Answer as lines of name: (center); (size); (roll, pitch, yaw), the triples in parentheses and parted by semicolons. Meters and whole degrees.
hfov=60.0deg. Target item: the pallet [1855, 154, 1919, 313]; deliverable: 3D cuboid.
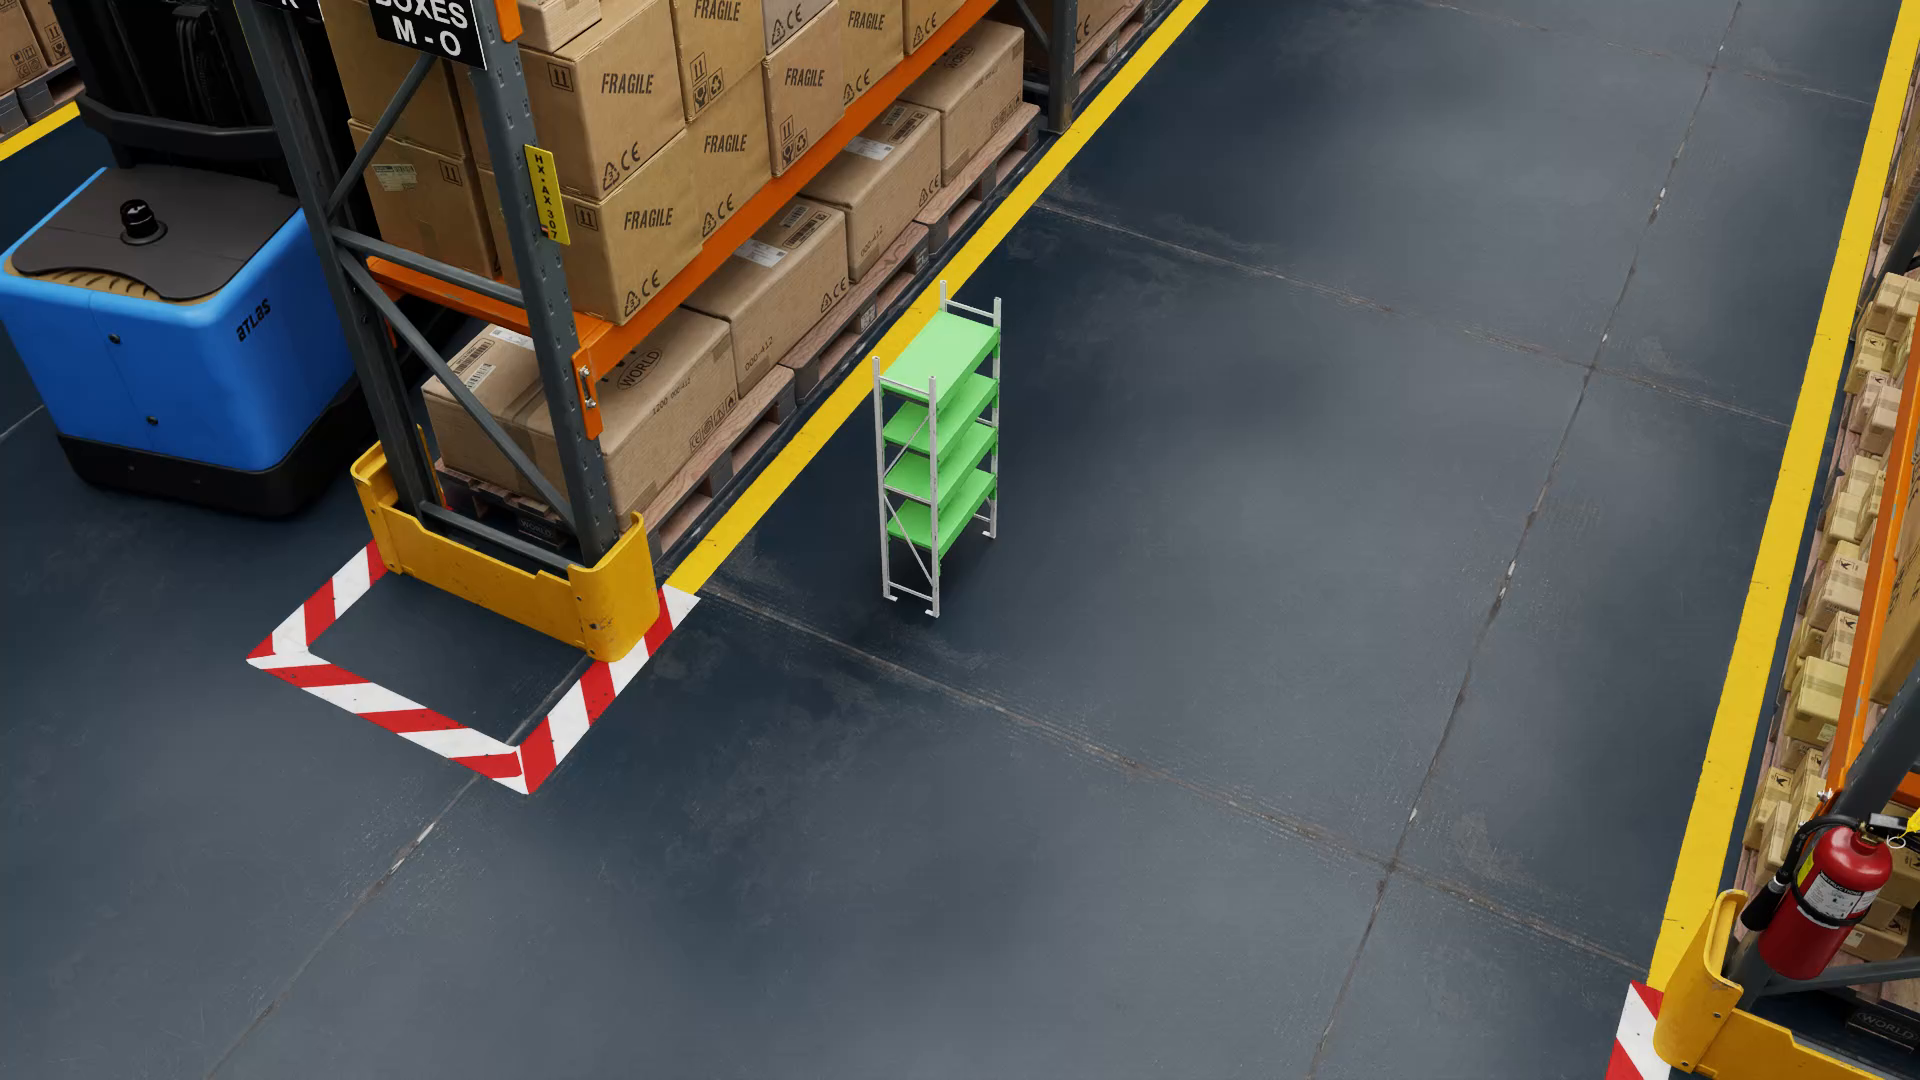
pallet: (4.920, -1.349, 7.935); (1.003, 0.211, 1.213); (20, 49, 19)

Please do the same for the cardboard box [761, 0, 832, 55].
cardboard box: (-0.788, -2.139, 5.982); (0.500, 0.500, 0.500); (20, 49, 19)

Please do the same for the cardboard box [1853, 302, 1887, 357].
cardboard box: (4.106, -0.861, 7.201); (0.380, 0.149, 0.250); (18, 48, 17)

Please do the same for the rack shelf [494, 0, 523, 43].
rack shelf: (-0.800, -2.951, 5.954); (1.077, 0.370, 4.000); (20, 49, 19)

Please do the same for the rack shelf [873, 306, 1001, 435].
rack shelf: (-0.077, -0.610, 5.924); (0.258, 0.148, 0.480); (20, 49, 19)

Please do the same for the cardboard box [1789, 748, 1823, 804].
cardboard box: (2.864, 0.858, 5.293); (0.380, 0.149, 0.250); (19, 48, 18)

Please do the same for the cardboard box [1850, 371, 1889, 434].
cardboard box: (3.913, -0.519, 6.863); (0.380, 0.149, 0.250); (20, 49, 19)

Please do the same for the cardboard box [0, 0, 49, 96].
cardboard box: (-5.328, -2.674, 8.746); (0.700, 0.500, 0.500); (22, 49, 21)

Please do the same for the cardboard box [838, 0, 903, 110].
cardboard box: (-0.571, -2.095, 6.642); (0.500, 0.500, 0.500); (22, 49, 20)

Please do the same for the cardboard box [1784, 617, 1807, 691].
cardboard box: (3.157, 0.461, 5.895); (0.380, 0.149, 0.250); (18, 48, 17)

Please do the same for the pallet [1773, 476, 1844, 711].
pallet: (3.714, 0.348, 6.258); (1.003, 0.211, 1.213); (20, 49, 19)

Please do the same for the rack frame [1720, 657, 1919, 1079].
rack frame: (2.703, 0.681, 3.968); (1.000, 3.000, 0.127); (20, 49, 19)

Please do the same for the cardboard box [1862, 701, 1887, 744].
cardboard box: (2.604, 0.471, 4.352); (0.380, 0.149, 0.250); (21, 49, 19)

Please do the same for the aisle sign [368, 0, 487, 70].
aisle sign: (-1.505, -1.662, 4.456); (0.394, 0.787, 0.004); (20, 49, 19)

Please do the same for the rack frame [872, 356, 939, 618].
rack frame: (-0.190, -0.164, 6.068); (0.240, 1.200, 0.015); (20, 49, 19)

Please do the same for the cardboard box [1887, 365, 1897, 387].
cardboard box: (3.989, -0.611, 6.745); (0.380, 0.149, 0.250); (20, 49, 19)

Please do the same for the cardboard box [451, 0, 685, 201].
cardboard box: (-1.253, -1.484, 5.335); (0.500, 0.500, 0.500); (19, 48, 18)

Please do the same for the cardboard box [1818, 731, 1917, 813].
cardboard box: (2.892, 0.770, 5.171); (0.380, 0.149, 0.250); (21, 49, 20)

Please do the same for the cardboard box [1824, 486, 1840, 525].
cardboard box: (3.540, -0.030, 6.380); (0.380, 0.149, 0.250); (19, 48, 18)

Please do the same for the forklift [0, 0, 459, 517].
forklift: (-2.829, -2.193, 6.856); (1.130, 2.935, 3.031); (11, 46, 10)

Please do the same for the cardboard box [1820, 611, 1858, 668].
cardboard box: (3.076, 0.423, 5.514); (0.380, 0.149, 0.250); (19, 48, 18)

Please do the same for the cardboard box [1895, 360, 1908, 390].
cardboard box: (3.861, -0.543, 6.469); (0.380, 0.149, 0.250); (19, 48, 18)

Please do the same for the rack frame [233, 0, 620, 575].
rack frame: (-1.729, -0.889, 5.520); (1.000, 3.000, 0.127); (20, 49, 19)

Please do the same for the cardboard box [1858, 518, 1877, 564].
cardboard box: (3.372, 0.106, 5.827); (0.380, 0.149, 0.250); (19, 48, 18)

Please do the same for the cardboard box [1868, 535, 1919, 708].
cardboard box: (2.683, 0.174, 4.190); (0.500, 0.500, 0.500); (21, 49, 20)

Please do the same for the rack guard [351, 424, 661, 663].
rack guard: (-1.740, 0.005, 6.394); (1.175, 0.500, 0.348); (20, 49, 19)

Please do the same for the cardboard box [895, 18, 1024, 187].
cardboard box: (-0.258, -2.296, 8.416); (0.875, 0.438, 0.875); (20, 49, 19)

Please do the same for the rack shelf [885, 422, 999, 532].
rack shelf: (-0.077, -0.273, 6.266); (0.258, 0.148, 0.480); (20, 49, 19)

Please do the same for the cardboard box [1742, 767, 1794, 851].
cardboard box: (2.792, 0.940, 5.421); (0.380, 0.149, 0.250); (22, 49, 20)

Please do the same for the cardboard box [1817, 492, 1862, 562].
cardboard box: (3.402, 0.008, 6.133); (0.380, 0.149, 0.250); (21, 49, 19)

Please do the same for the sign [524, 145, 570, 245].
sign: (-1.240, -1.034, 4.999); (0.100, 0.325, 0.005); (20, 49, 19)

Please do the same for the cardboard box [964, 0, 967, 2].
cardboard box: (-0.095, -2.742, 7.280); (0.500, 0.500, 0.500); (19, 48, 18)

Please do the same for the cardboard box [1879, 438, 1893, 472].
cardboard box: (3.617, -0.211, 6.140); (0.380, 0.149, 0.250); (19, 48, 17)

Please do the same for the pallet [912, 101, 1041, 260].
pallet: (-0.294, -1.976, 8.554); (1.003, 0.211, 1.213); (20, 49, 19)

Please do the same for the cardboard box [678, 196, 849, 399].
cardboard box: (-1.093, -1.164, 7.298); (0.875, 0.438, 0.875); (22, 49, 20)

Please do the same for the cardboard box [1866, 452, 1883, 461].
cardboard box: (3.712, -0.277, 6.415); (0.380, 0.149, 0.250); (23, 50, 21)

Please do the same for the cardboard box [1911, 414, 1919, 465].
cardboard box: (3.154, -0.472, 4.828); (0.500, 0.500, 0.500); (21, 49, 19)

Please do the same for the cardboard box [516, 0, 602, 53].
cardboard box: (-1.319, -1.636, 5.029); (0.380, 0.149, 0.250); (21, 49, 20)

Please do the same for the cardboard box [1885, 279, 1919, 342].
cardboard box: (4.036, -0.891, 6.812); (0.380, 0.149, 0.250); (23, 50, 21)

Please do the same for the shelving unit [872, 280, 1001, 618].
shelving unit: (-0.077, -0.317, 6.220); (0.258, 1.200, 0.503); (20, 49, 19)

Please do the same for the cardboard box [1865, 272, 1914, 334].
cardboard box: (4.108, -0.966, 7.096); (0.380, 0.149, 0.250); (23, 50, 21)

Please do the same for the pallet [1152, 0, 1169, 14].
pallet: (0.985, -3.711, 10.270); (1.003, 0.211, 1.213); (20, 49, 19)

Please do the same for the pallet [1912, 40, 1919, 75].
pallet: (6.052, -2.886, 9.454); (1.003, 0.211, 1.213); (20, 49, 19)

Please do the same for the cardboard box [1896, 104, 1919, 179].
cardboard box: (4.919, -1.980, 8.060); (0.500, 0.500, 0.500); (19, 48, 18)

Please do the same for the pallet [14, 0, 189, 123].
pallet: (-5.155, -2.862, 9.430); (1.003, 0.211, 1.213); (20, 49, 19)

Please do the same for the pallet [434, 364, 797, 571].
pallet: (-1.427, -0.439, 7.035); (1.003, 0.211, 1.213); (20, 49, 19)

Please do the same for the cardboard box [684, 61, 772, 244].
cardboard box: (-1.041, -1.460, 6.014); (0.500, 0.500, 0.500); (20, 49, 19)

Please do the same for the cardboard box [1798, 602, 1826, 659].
cardboard box: (3.164, 0.346, 5.799); (0.380, 0.149, 0.250); (21, 49, 20)

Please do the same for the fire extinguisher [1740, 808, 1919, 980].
fire extinguisher: (2.177, 0.846, 4.121); (0.296, 0.674, 0.183); (20, 49, 19)
